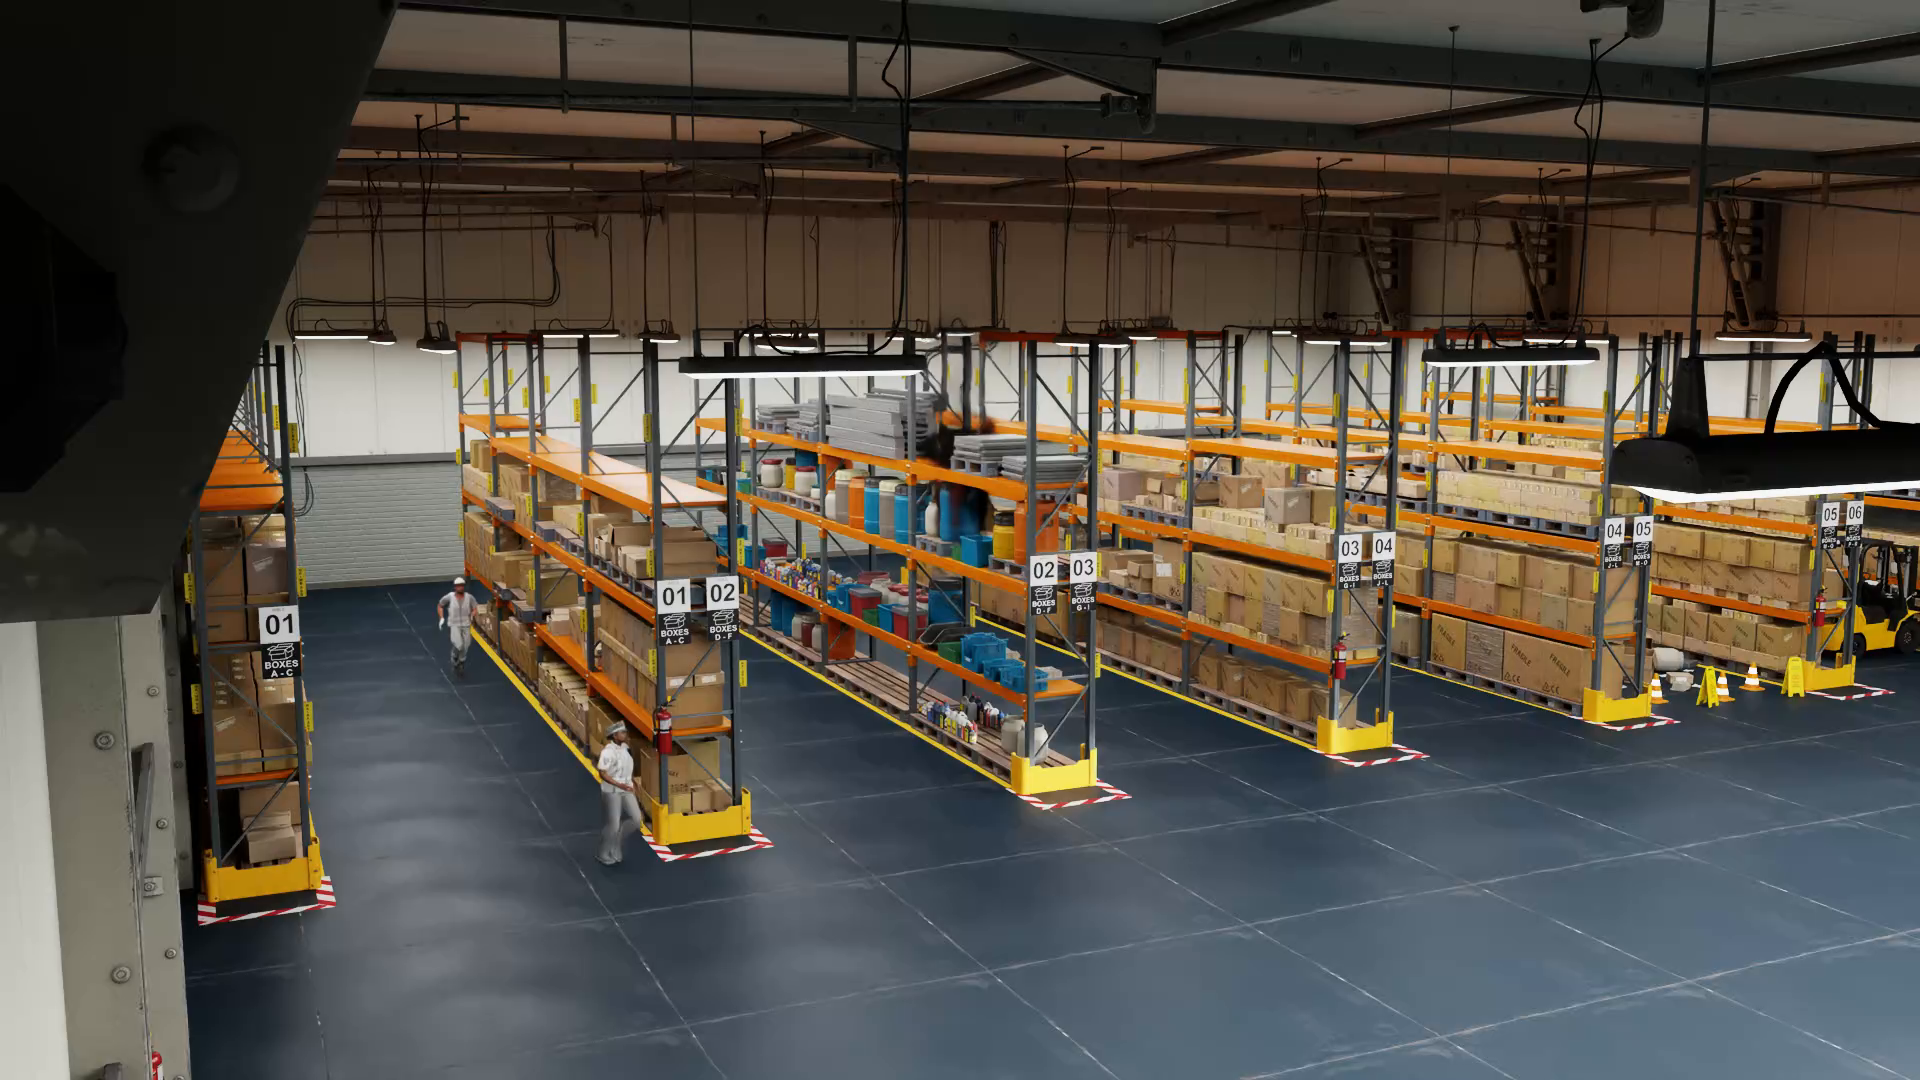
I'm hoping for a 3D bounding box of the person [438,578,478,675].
[{"bbox_3d":[-8.773,1.522,29.158,0.654,1.739,0.739,-5,9,-31],"label":"person"}]

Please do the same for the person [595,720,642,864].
[{"bbox_3d":[-3.938,2.918,19.329,0.553,1.653,0.645,4,9,27],"label":"person"}]
